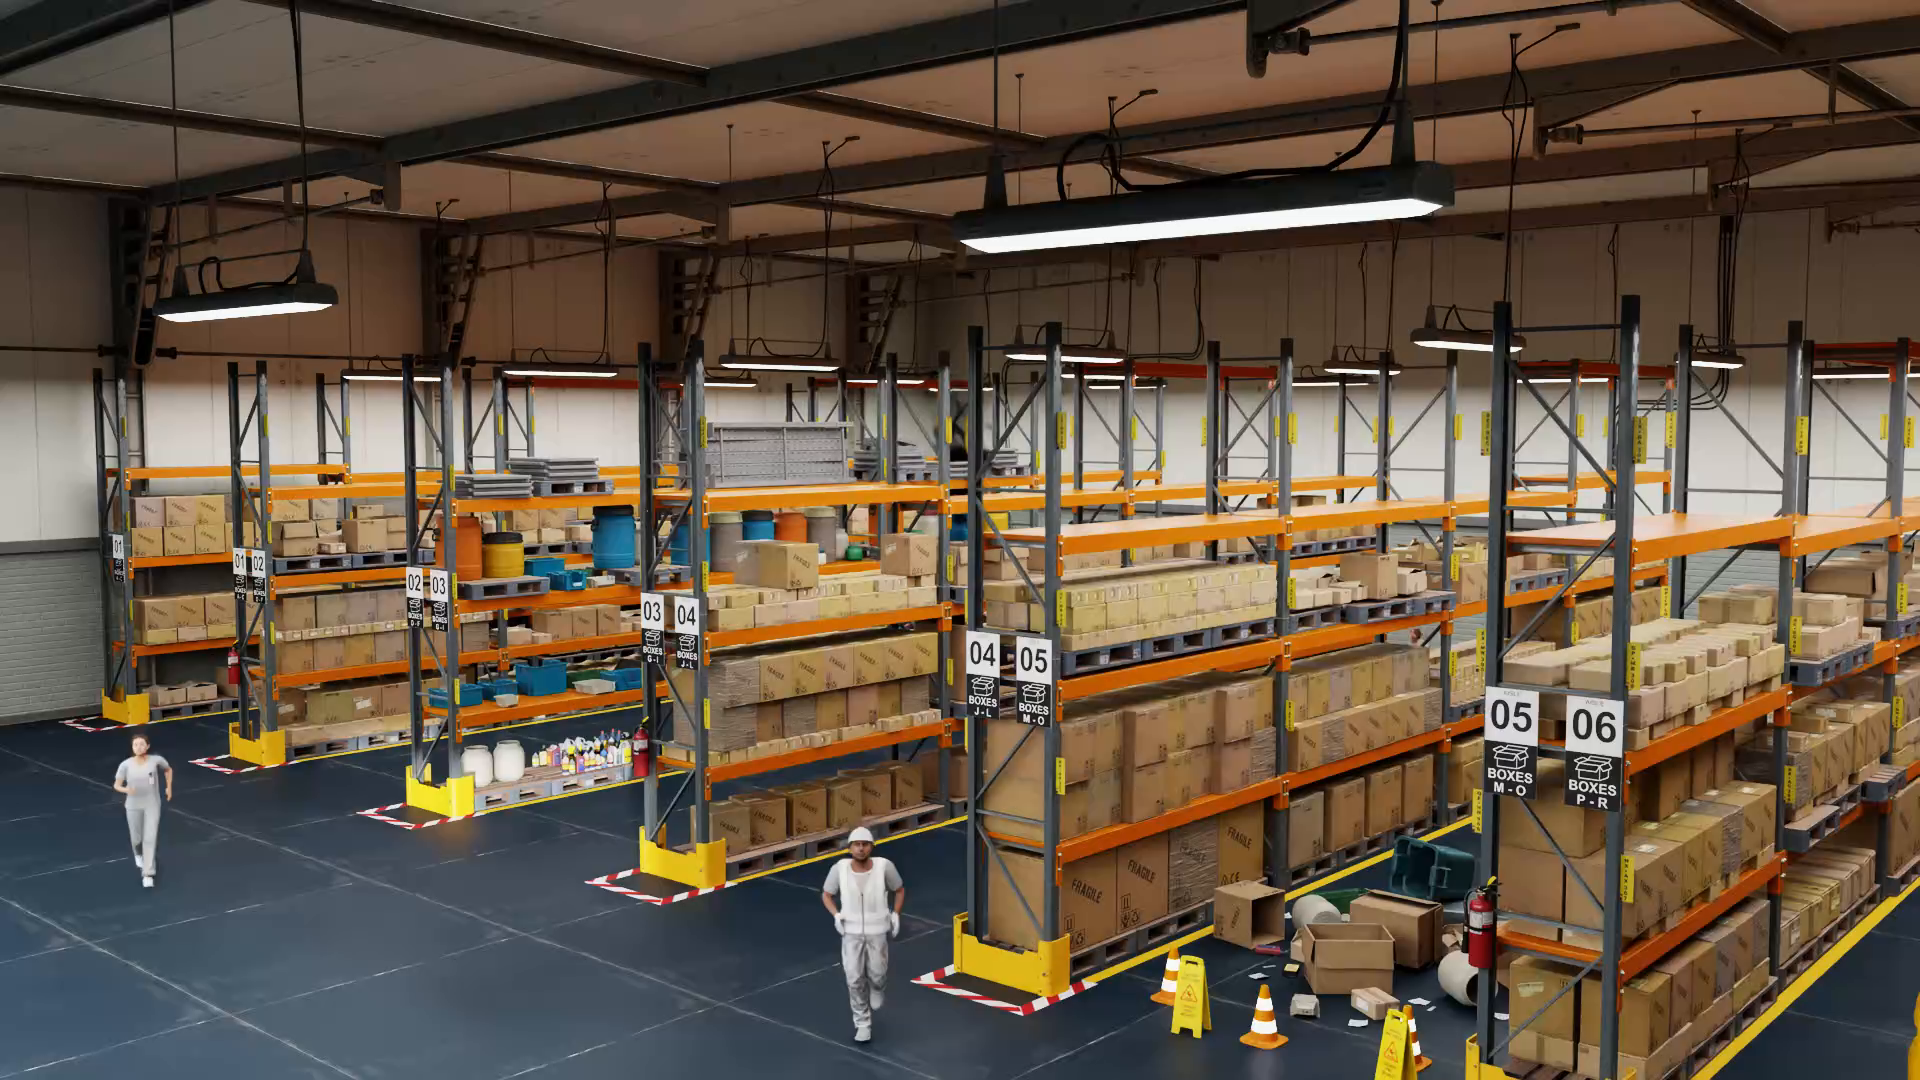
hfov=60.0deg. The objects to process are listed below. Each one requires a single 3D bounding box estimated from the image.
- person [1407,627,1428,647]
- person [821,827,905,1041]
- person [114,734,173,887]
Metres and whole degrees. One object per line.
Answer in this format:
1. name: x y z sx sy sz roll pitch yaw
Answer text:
1. person: 7.816 2.294 28.514 0.537 1.582 0.660 3 5 37
2. person: -0.815 3.263 13.972 0.704 1.738 0.674 0 4 1
3. person: -9.036 2.952 18.411 0.582 1.611 1.076 -2 5 -24
